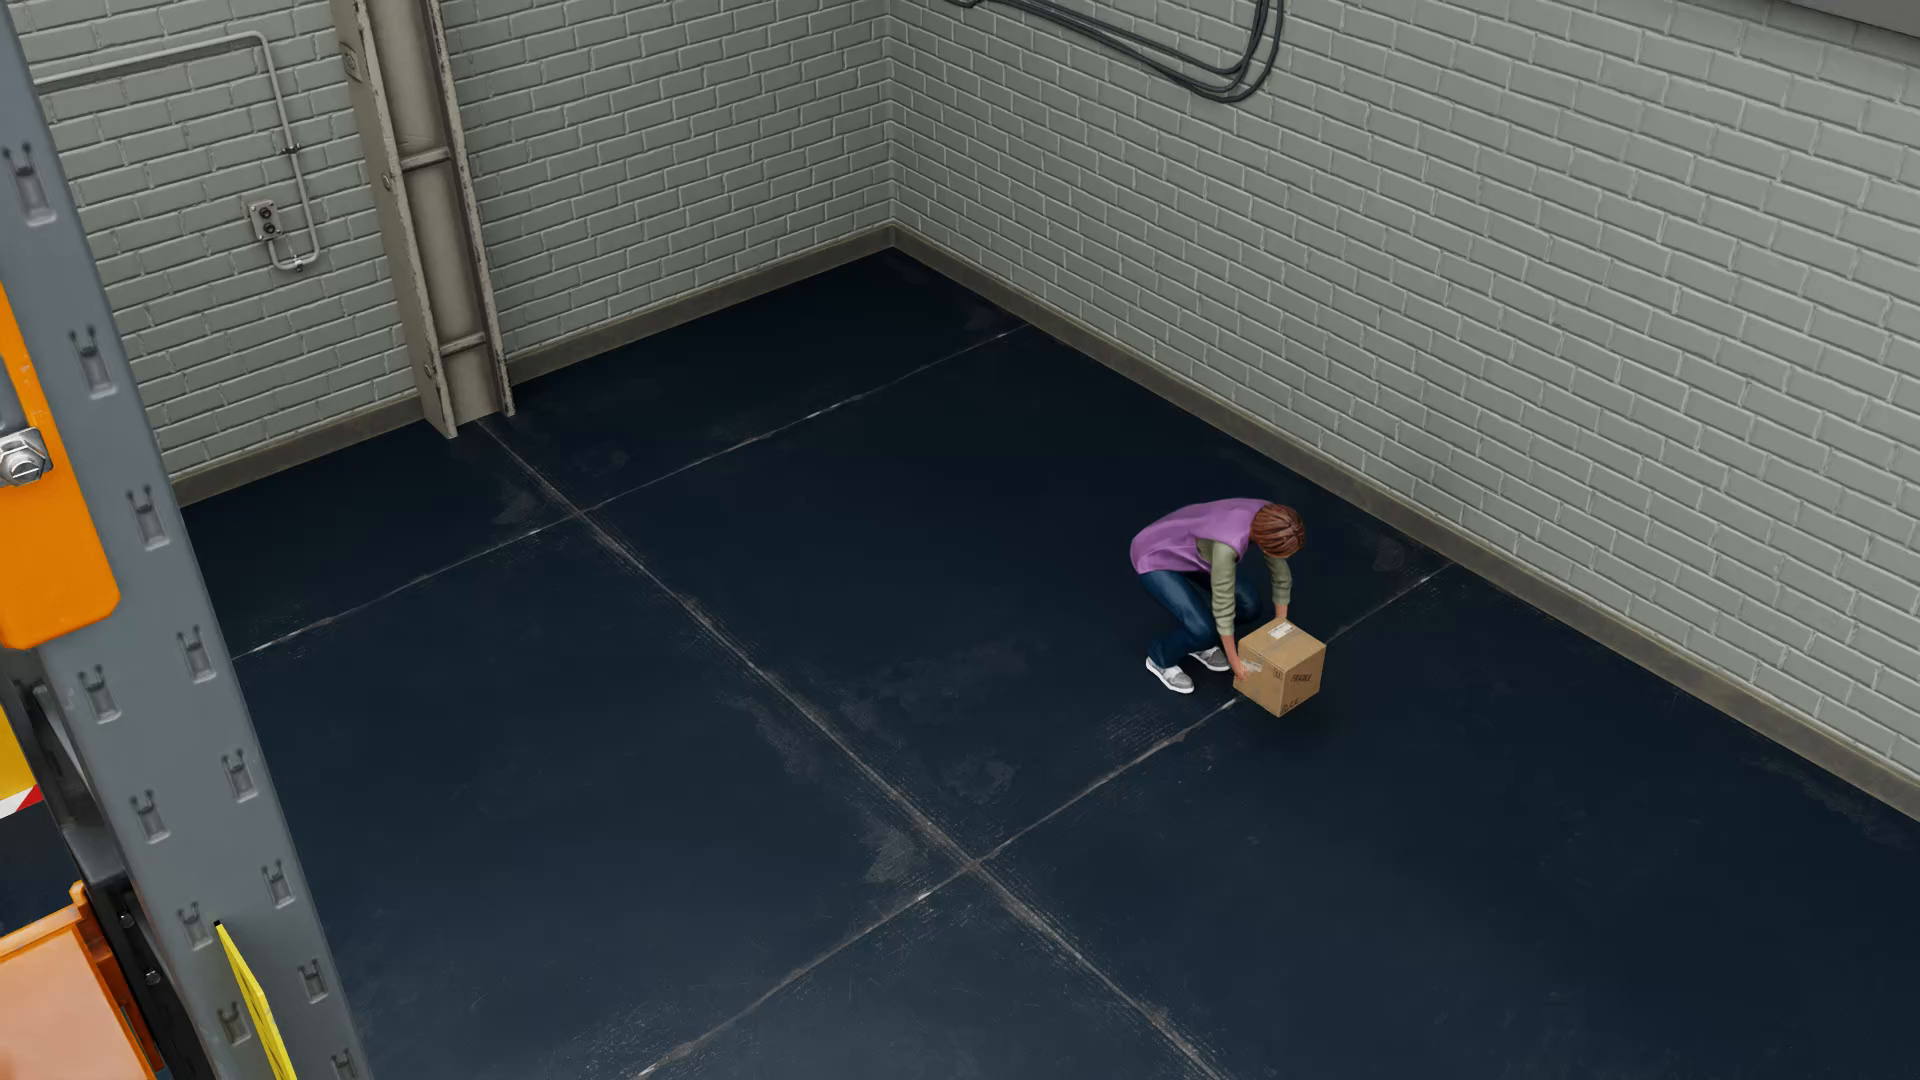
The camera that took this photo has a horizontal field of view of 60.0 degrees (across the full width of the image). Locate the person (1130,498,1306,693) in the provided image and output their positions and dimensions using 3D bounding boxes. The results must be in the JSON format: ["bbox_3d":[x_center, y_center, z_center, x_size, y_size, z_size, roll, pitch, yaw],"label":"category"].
[{"bbox_3d":[1.060,0.182,6.913,0.455,1.003,0.762,-27,44,-31],"label":"person"}]
